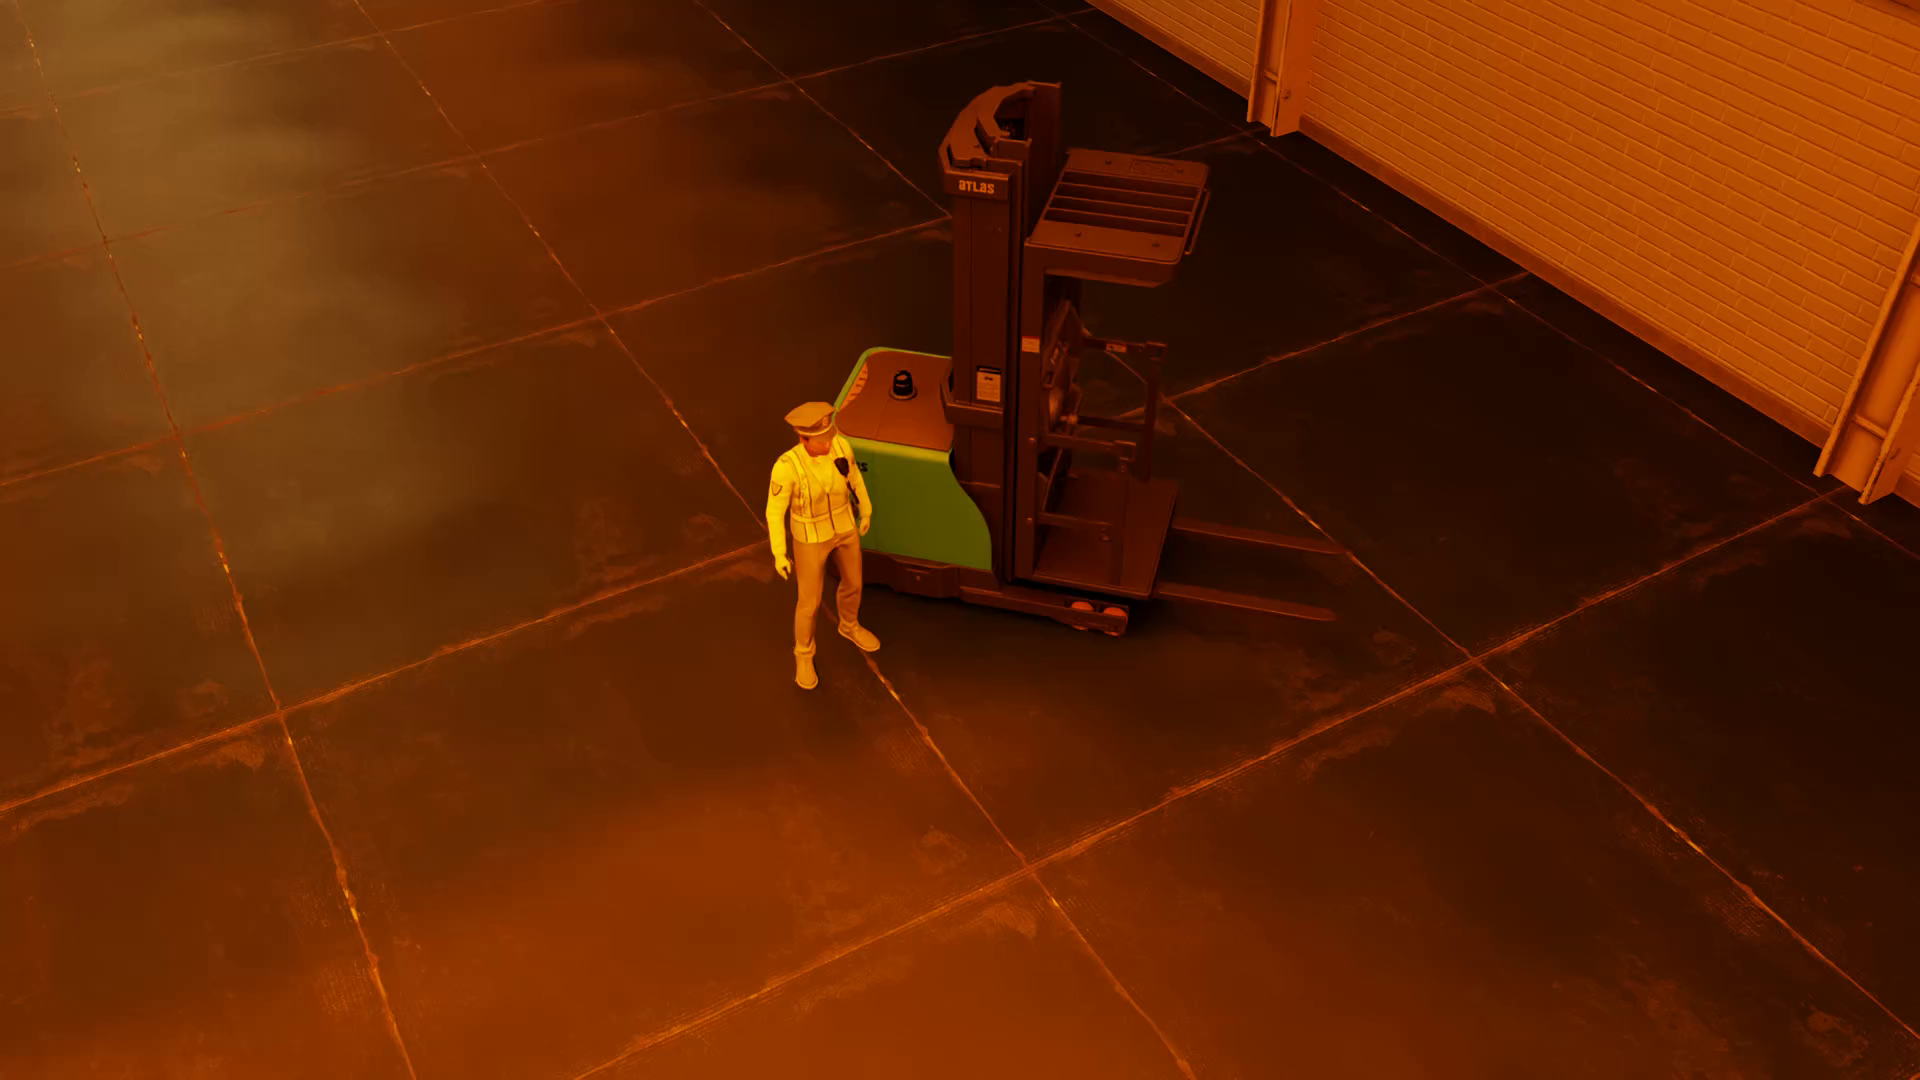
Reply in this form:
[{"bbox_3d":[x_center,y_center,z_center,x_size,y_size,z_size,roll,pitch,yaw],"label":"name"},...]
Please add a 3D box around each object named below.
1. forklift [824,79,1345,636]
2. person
[{"bbox_3d":[0.749,-0.951,9.183,3.031,2.935,1.130,10,41,11],"label":"forklift"},{"bbox_3d":[-0.728,0.001,9.027,0.644,1.688,0.415,-23,45,-25],"label":"person"}]
